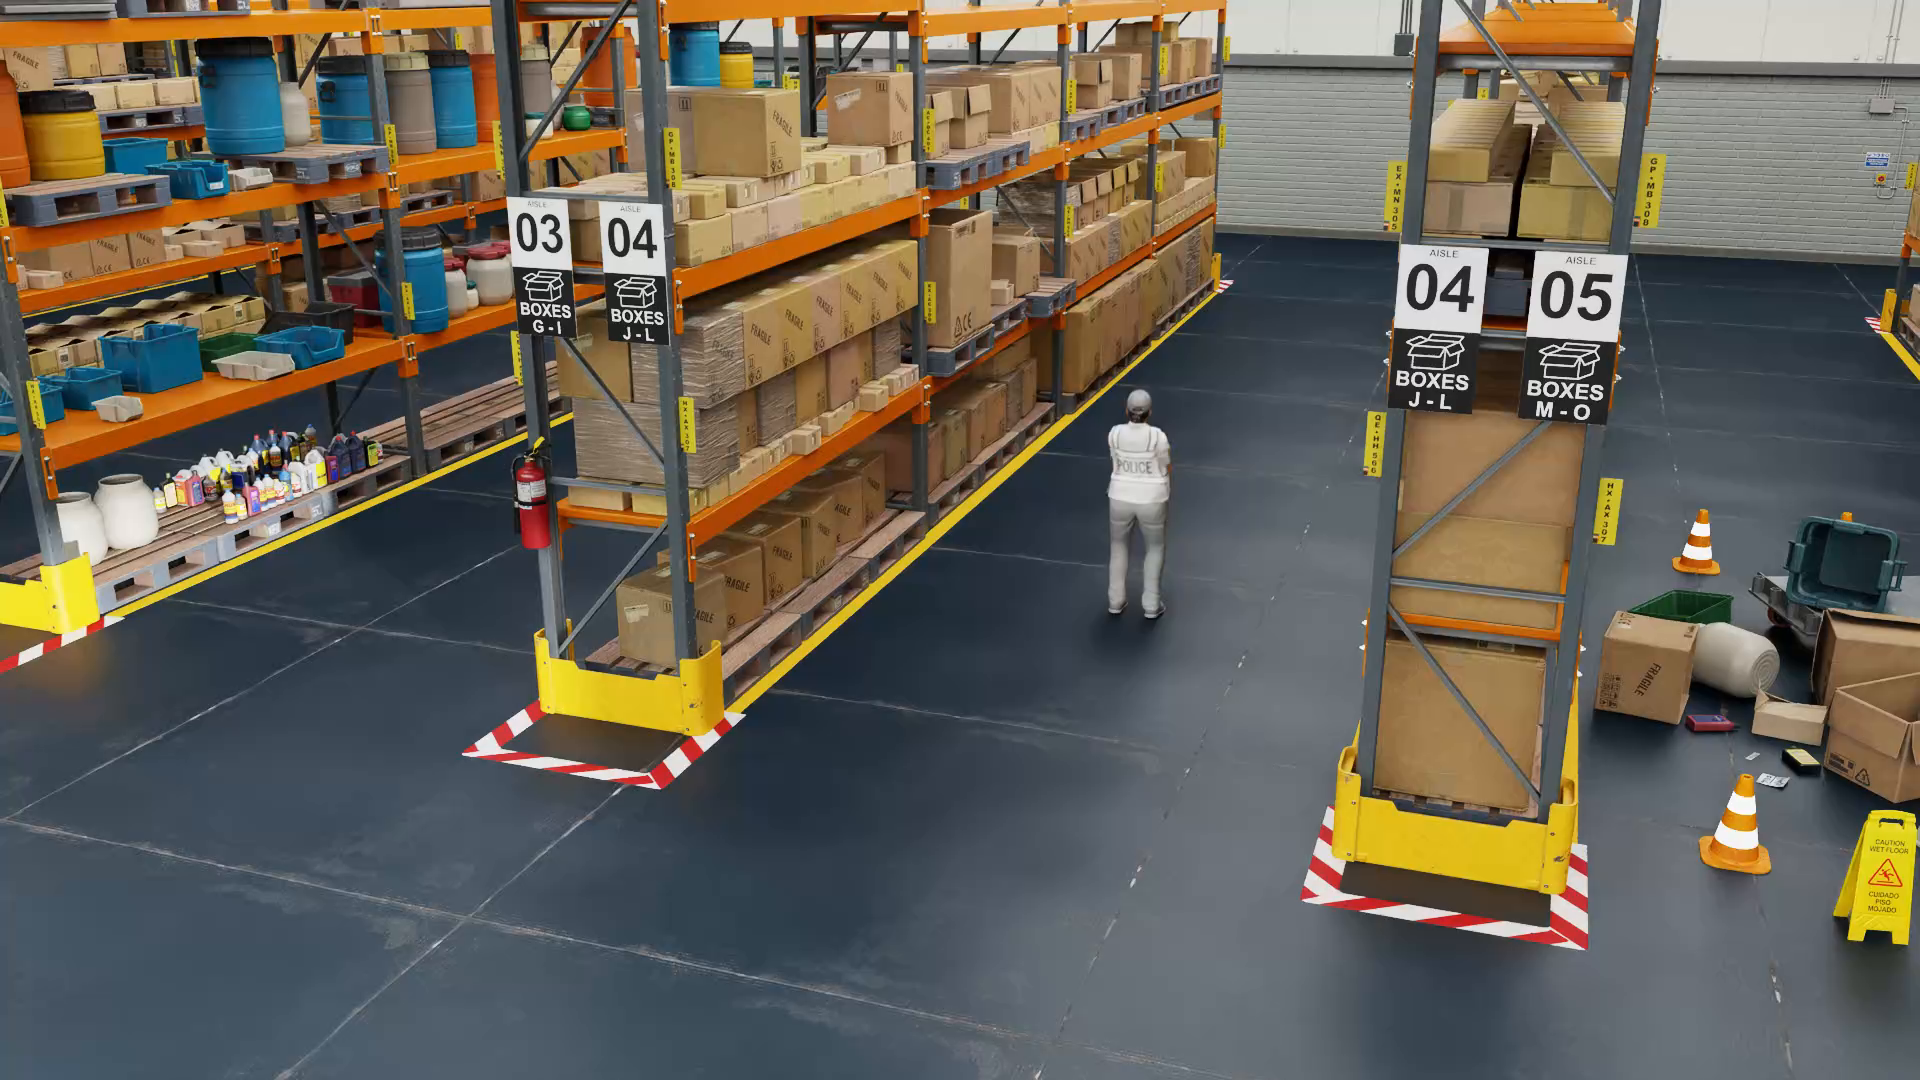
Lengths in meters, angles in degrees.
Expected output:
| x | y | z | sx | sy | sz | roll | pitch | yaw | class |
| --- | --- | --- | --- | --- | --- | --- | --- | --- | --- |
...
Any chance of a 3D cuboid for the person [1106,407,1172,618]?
| x | y | z | sx | sy | sz | roll | pitch | yaw | class |
| --- | --- | --- | --- | --- | --- | --- | --- | --- | --- |
| 1.288 | -0.275 | 11.908 | 0.452 | 1.645 | 0.545 | 6 | 20 | 18 | person |
